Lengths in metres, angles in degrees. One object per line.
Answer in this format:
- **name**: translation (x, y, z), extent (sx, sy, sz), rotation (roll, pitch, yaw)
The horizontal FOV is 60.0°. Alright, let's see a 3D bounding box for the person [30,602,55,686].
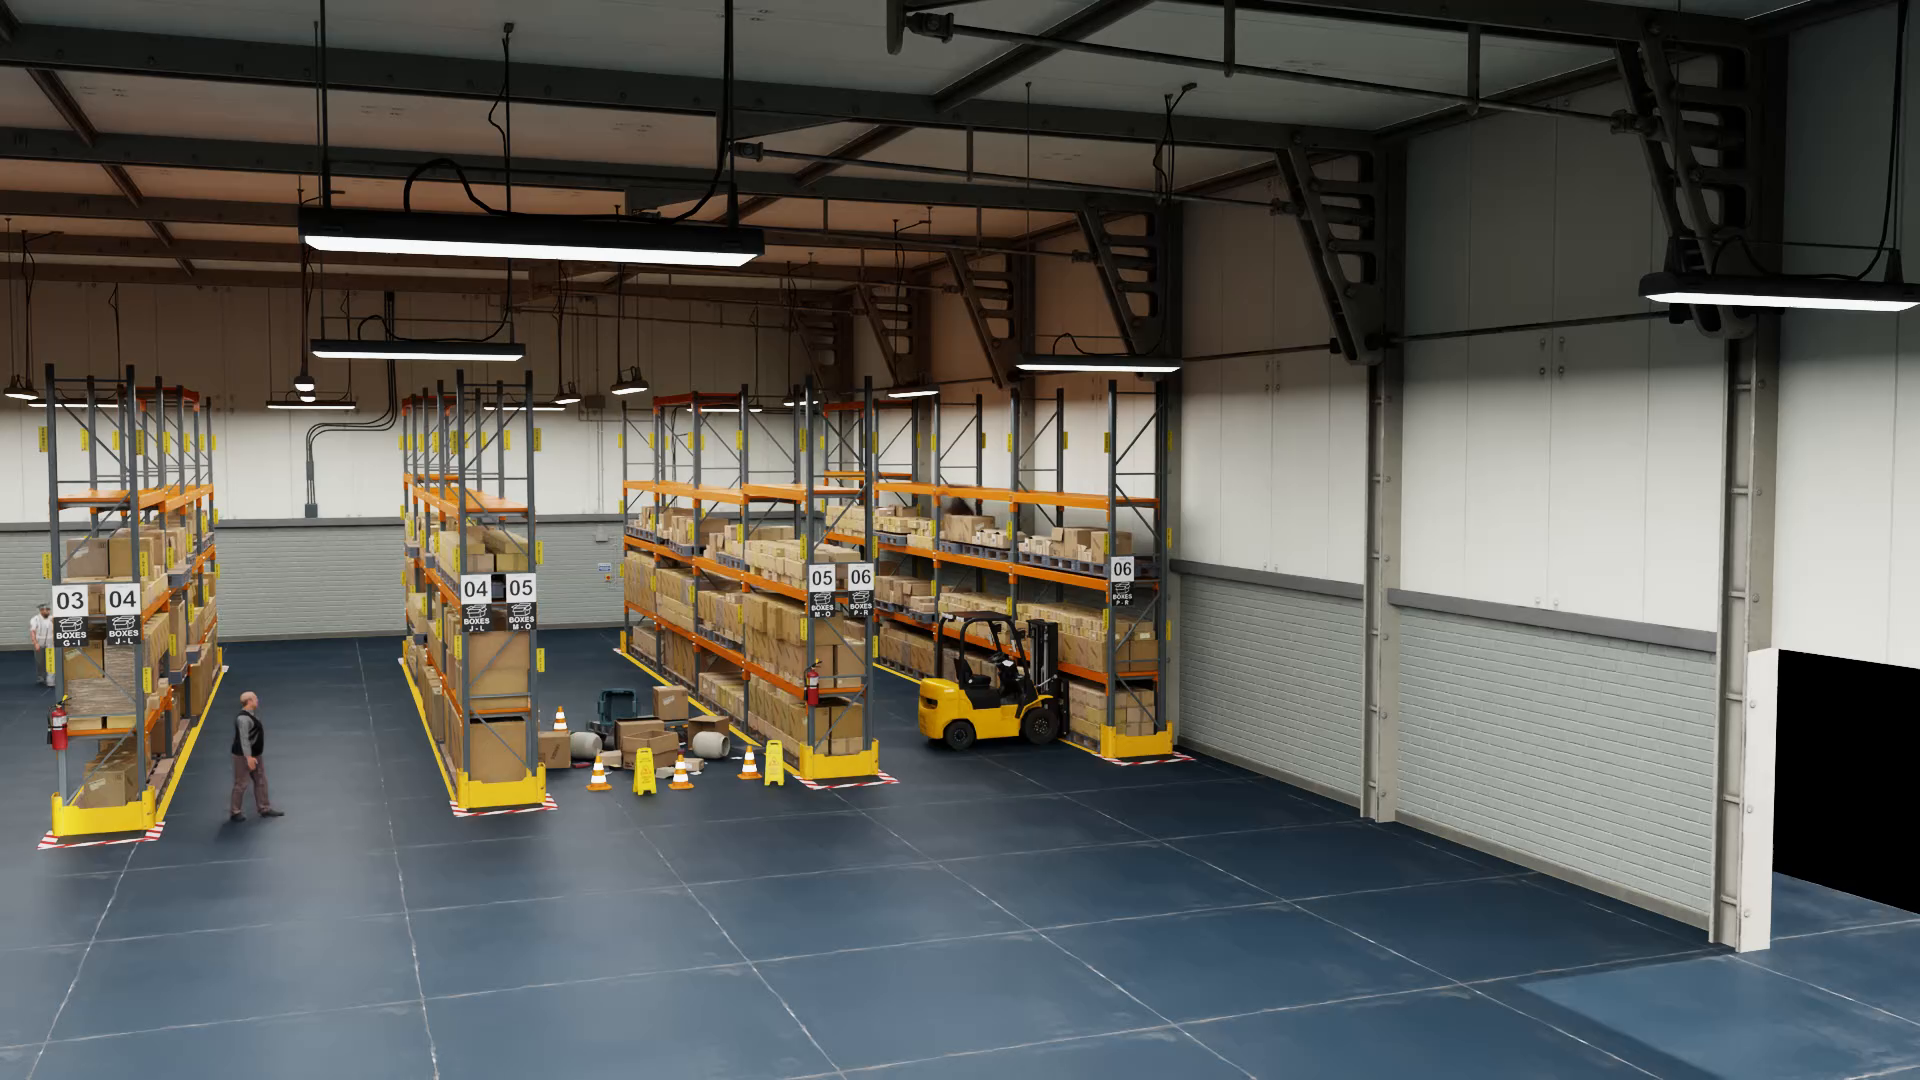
- **person**: translation (-18.847, 2.137, 34.223), extent (0.511, 1.727, 0.996), rotation (-2, 4, -27)

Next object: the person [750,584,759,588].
- **person**: translation (-5.351, 1.656, 43.630), extent (0.487, 1.558, 0.903), rotation (1, 3, 11)

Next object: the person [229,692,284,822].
- **person**: translation (-9.370, 2.862, 22.012), extent (0.631, 1.712, 0.567), rotation (0, 3, 1)
